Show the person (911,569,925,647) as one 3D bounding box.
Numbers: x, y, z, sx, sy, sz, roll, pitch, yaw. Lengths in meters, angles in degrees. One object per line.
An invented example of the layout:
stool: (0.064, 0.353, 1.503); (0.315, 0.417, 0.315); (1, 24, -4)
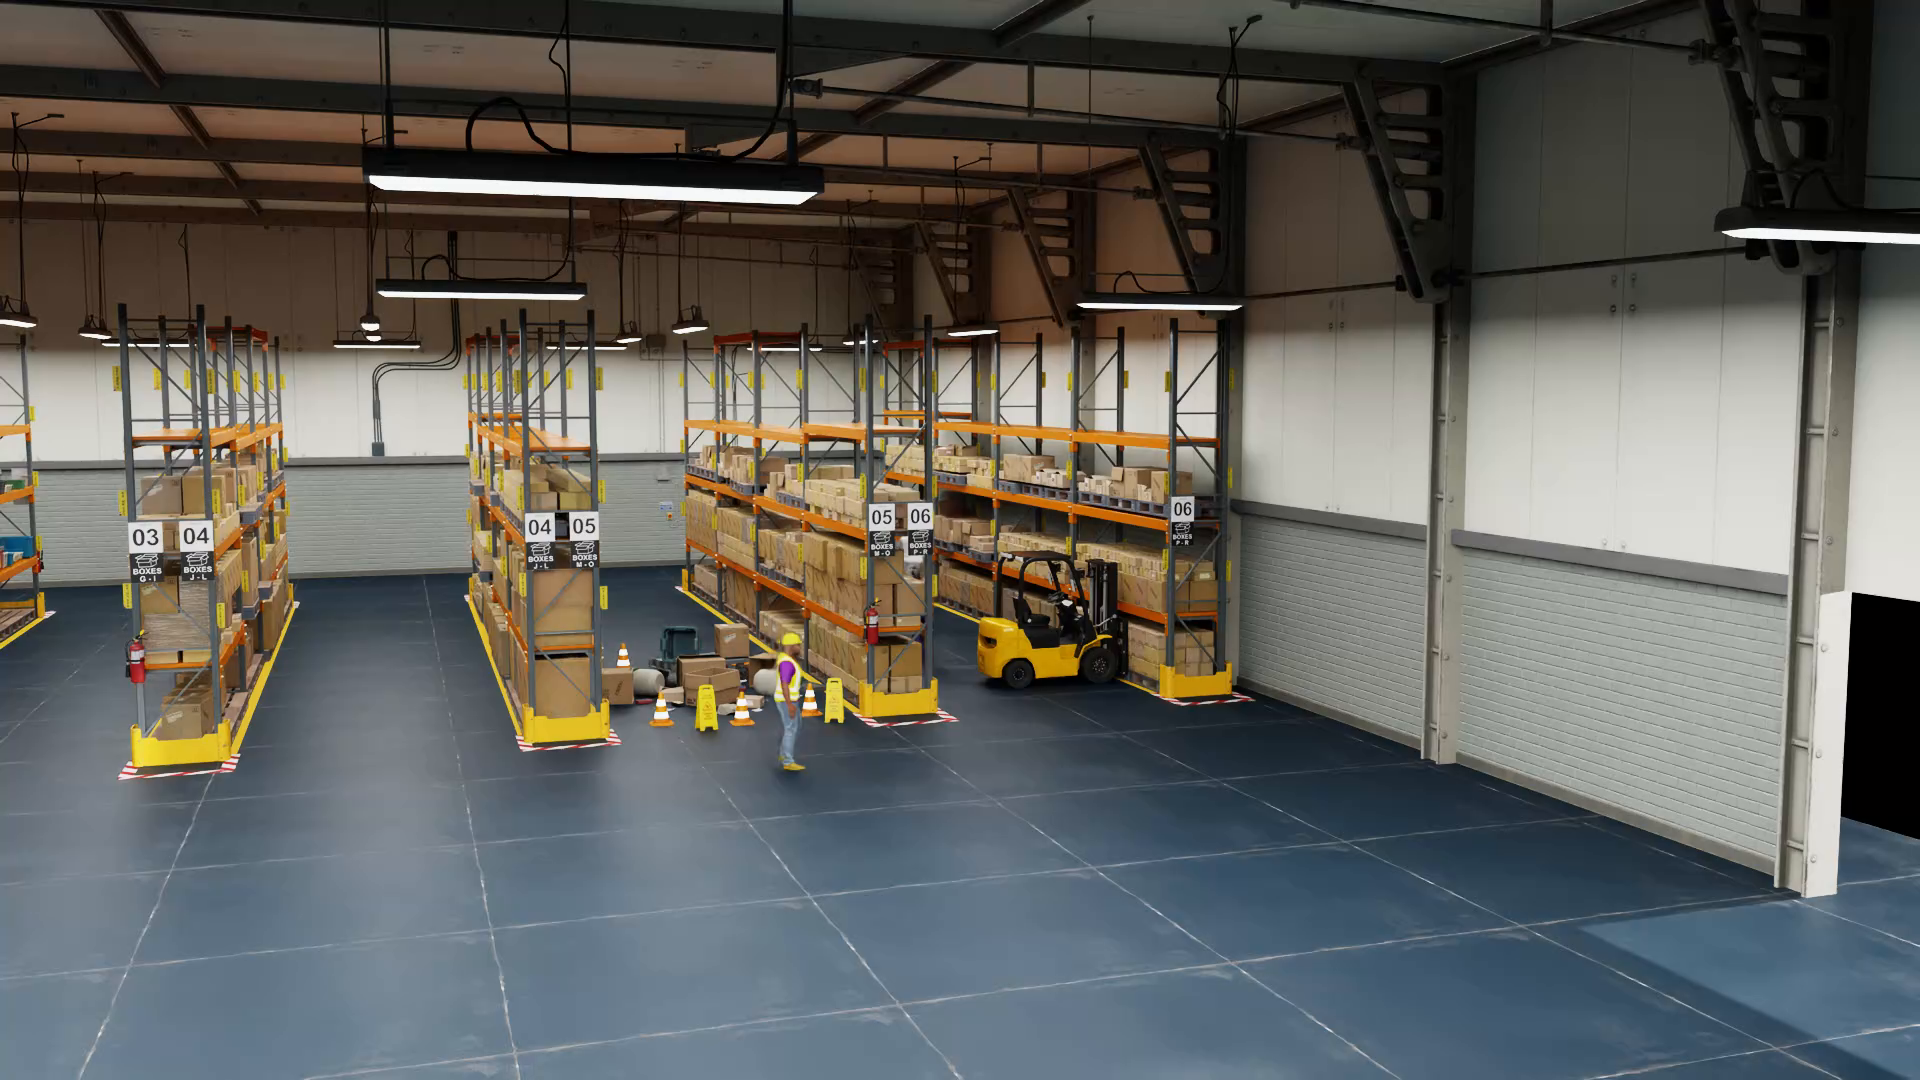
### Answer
person: (-0.787, 1.369, 30.206); (0.526, 1.679, 0.765); (-1, 6, -14)

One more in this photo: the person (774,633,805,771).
person: (-2.210, 2.117, 21.574); (0.405, 1.827, 0.654); (0, 5, -3)

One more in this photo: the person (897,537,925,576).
person: (-1.040, 0.522, 35.076); (0.516, 1.877, 0.680); (-3, 6, -29)
